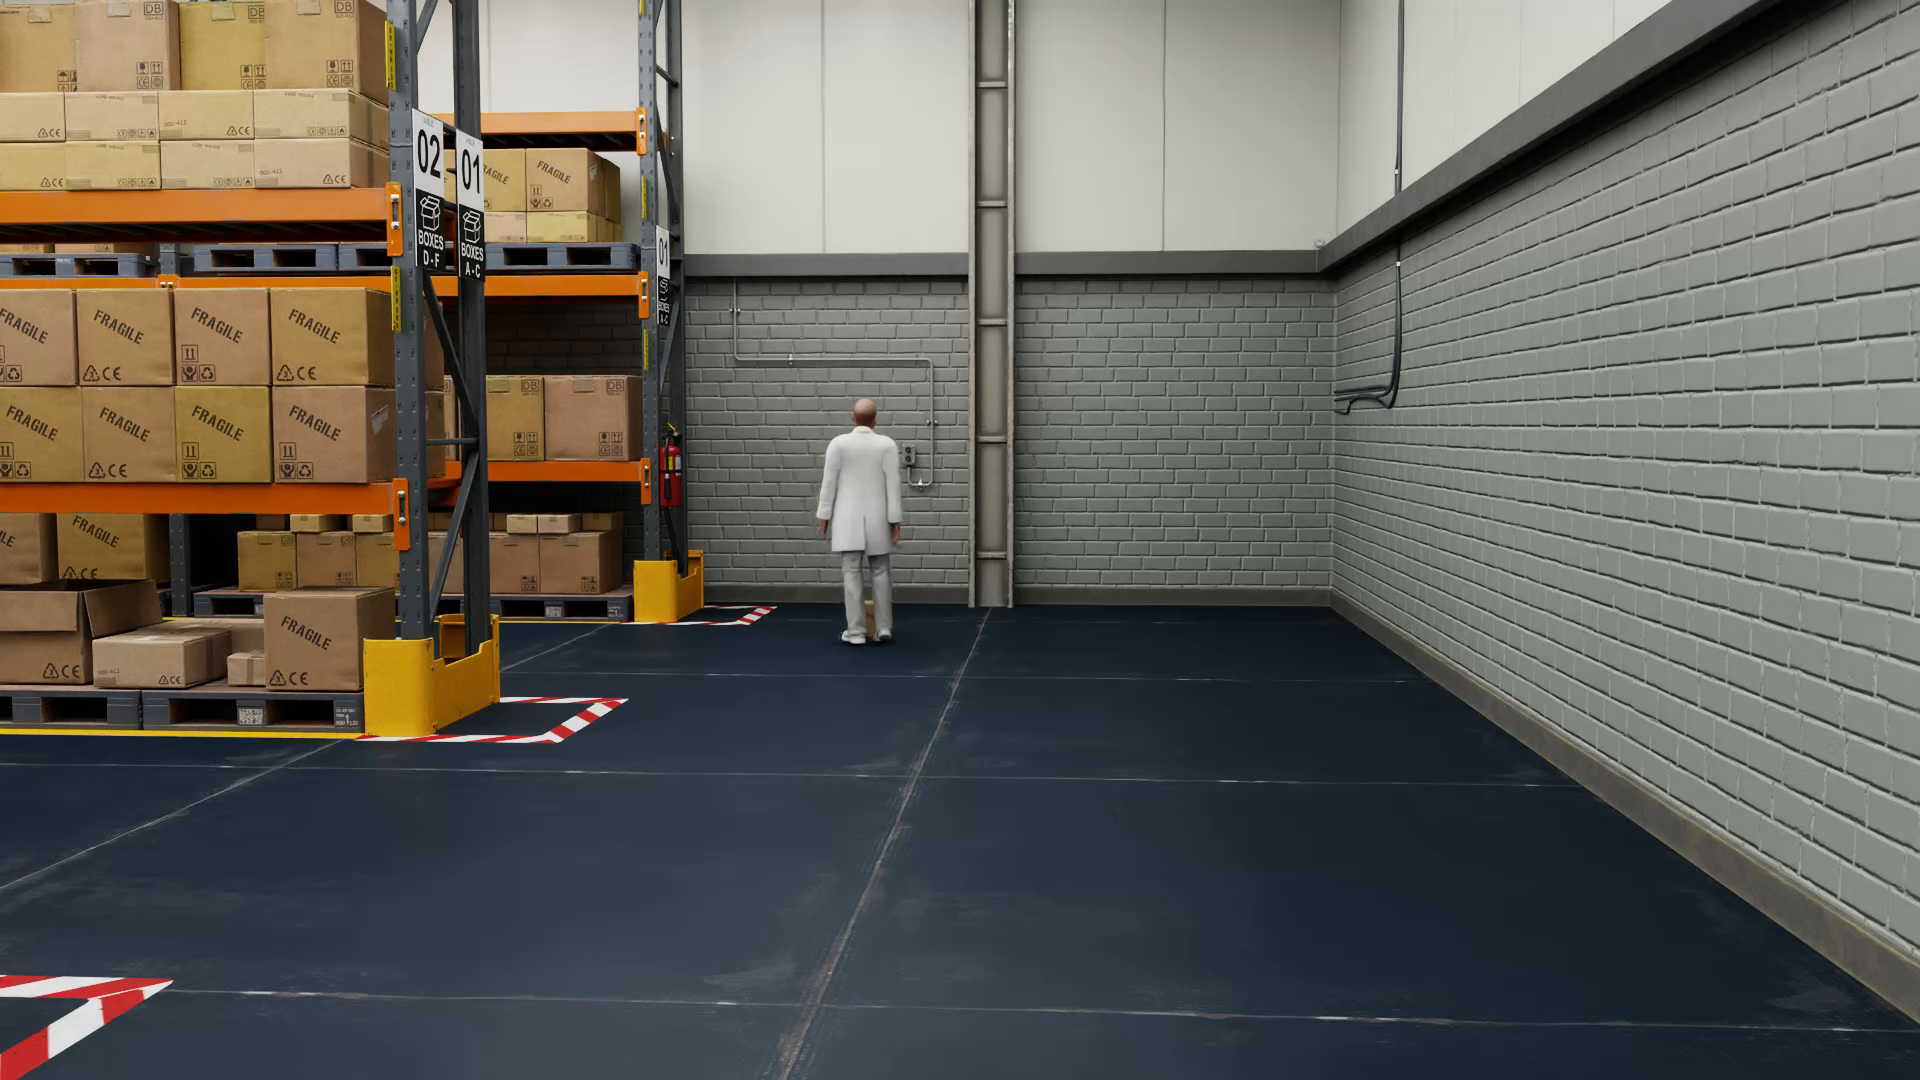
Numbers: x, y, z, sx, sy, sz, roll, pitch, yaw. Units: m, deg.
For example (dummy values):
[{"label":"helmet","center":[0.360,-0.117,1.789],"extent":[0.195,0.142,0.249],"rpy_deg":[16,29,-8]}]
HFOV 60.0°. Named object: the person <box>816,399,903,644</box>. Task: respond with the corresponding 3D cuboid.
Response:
[{"label":"person","center":[-0.746,-0.115,12.190],"extent":[0.623,1.832,0.510],"rpy_deg":[-1,4,-9]}]
